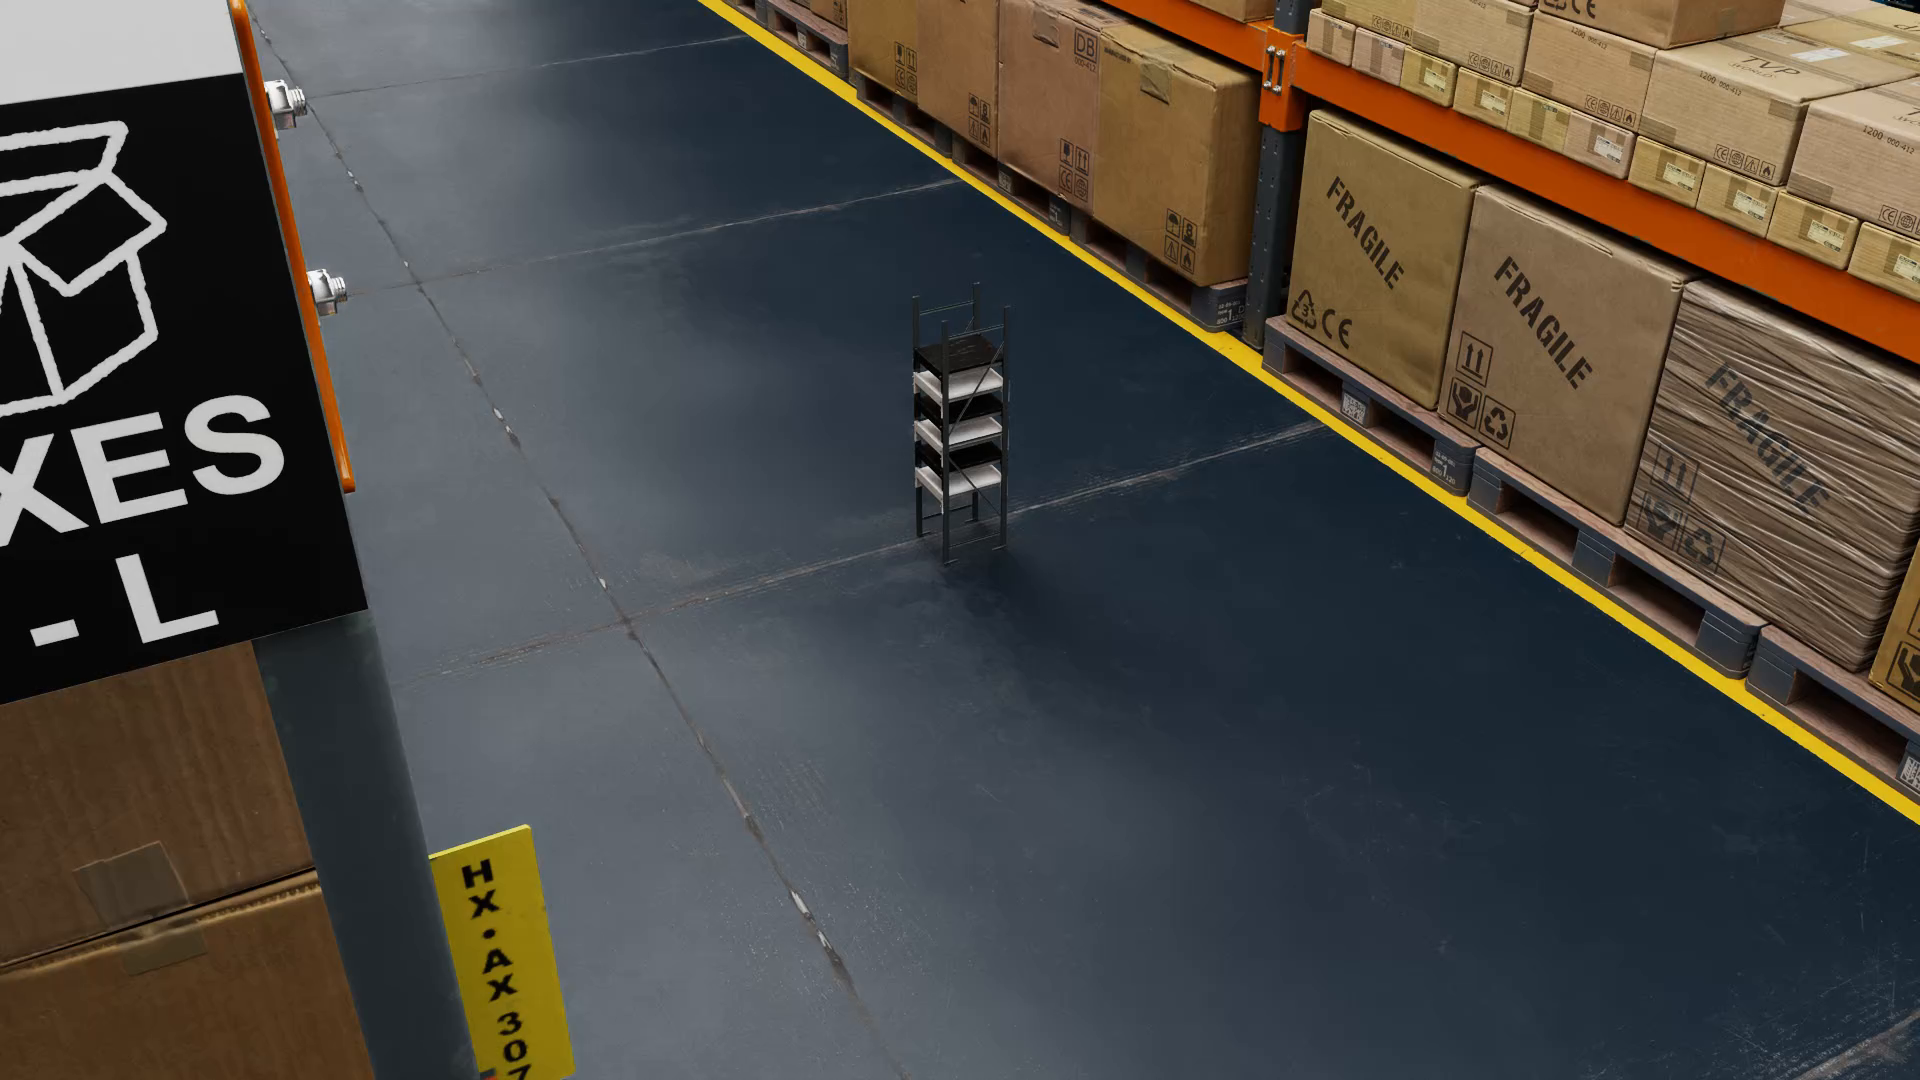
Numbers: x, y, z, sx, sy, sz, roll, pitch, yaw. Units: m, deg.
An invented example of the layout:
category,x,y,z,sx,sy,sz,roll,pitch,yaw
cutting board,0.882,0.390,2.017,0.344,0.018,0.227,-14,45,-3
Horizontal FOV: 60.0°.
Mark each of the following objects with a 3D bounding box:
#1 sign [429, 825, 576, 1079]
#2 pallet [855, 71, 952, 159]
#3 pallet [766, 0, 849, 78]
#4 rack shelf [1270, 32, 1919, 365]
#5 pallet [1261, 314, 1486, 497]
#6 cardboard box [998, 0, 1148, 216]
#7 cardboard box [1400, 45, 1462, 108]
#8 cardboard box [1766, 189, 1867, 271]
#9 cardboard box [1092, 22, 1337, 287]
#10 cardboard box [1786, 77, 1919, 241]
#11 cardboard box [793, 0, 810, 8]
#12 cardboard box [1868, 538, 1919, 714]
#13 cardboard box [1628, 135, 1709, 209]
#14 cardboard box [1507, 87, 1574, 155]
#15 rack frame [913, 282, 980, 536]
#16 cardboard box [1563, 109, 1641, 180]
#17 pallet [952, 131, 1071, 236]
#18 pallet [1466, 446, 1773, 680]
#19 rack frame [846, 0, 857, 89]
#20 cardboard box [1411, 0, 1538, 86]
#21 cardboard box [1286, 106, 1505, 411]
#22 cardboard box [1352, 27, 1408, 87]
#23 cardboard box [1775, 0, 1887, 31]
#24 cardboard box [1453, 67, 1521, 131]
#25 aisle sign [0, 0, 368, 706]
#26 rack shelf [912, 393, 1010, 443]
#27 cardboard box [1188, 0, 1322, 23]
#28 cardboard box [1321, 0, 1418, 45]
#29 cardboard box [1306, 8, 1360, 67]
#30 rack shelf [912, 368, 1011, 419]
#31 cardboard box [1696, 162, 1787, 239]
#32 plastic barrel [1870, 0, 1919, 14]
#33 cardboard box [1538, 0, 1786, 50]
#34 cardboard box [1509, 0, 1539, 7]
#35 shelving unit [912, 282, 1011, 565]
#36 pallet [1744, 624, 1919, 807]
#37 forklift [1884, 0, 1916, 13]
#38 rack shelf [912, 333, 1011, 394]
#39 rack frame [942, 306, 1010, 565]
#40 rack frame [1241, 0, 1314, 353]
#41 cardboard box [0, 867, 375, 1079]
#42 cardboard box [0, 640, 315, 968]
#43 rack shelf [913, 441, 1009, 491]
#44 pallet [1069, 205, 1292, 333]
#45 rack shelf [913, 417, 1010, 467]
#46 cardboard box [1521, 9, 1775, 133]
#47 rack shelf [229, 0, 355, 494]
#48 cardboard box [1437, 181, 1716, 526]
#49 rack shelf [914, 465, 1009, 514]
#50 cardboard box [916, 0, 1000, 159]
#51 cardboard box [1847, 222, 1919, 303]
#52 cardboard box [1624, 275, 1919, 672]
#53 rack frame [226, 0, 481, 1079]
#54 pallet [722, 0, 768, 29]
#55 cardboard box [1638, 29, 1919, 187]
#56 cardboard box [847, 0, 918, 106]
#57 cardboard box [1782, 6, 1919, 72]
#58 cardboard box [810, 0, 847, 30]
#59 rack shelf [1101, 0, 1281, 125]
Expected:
category,x,y,z,sx,sy,sz,roll,pitch,yaw
sign,-0.425,0.402,1.540,0.100,0.325,0.005,-16,36,-23
pallet,0.101,-2.545,9.527,1.003,0.211,1.213,-16,36,-23
pallet,-0.563,-3.314,10.726,1.003,0.211,1.213,-16,36,-23
rack shelf,2.597,-0.948,5.116,1.077,0.370,4.000,-16,36,-23
pallet,1.950,-0.649,6.567,1.003,0.211,1.213,-16,36,-23
cardboard box,0.931,-2.214,8.006,1.225,0.875,0.875,-17,36,-25
cardboard box,1.754,-1.624,5.737,0.380,0.149,0.250,-15,35,-22
cardboard box,2.474,-0.889,4.589,0.380,0.149,0.250,-16,36,-23
cardboard box,1.349,-1.788,7.341,1.225,0.875,0.875,-16,36,-23
cardboard box,2.596,-1.008,4.406,0.500,0.250,0.500,-17,36,-25
cardboard box,-0.800,-3.823,10.846,0.700,0.500,0.500,-19,37,-27
cardboard box,3.161,0.136,4.338,0.875,0.875,0.875,-16,36,-23
cardboard box,2.237,-1.131,4.968,0.380,0.149,0.250,-17,36,-24
cardboard box,1.998,-1.377,5.351,0.380,0.149,0.250,-16,36,-24
rack frame,-0.044,-0.424,5.577,0.240,0.900,0.006,-16,36,-23
cardboard box,2.113,-1.256,5.163,0.380,0.149,0.250,-15,36,-23
pallet,0.666,-1.964,8.619,1.003,0.211,1.213,-16,36,-23
pallet,2.523,-0.066,5.657,1.003,0.211,1.213,-16,36,-23
rack frame,-0.200,-4.114,9.391,1.000,3.000,0.127,-16,36,-23
cardboard box,1.880,-1.739,5.547,0.500,0.250,0.500,-16,36,-23
cardboard box,1.902,-1.153,6.349,0.875,0.875,0.875,-16,36,-23
cardboard box,1.631,-1.750,5.933,0.380,0.149,0.250,-17,36,-25
cardboard box,2.584,-1.633,5.382,0.500,0.250,0.500,-15,36,-22
cardboard box,1.879,-1.499,5.542,0.380,0.149,0.250,-17,36,-24
aisle sign,-0.606,-0.232,0.922,0.394,0.787,0.004,-16,36,-23
rack shelf,0.004,-0.423,5.471,0.258,0.077,0.200,-16,36,-23
cardboard box,1.205,-2.402,6.626,0.500,0.500,0.500,-16,36,-23
cardboard box,1.652,-1.977,5.919,0.500,0.250,0.500,-17,36,-24
cardboard box,1.509,-1.875,6.129,0.380,0.149,0.250,-16,36,-23
rack shelf,0.004,-0.499,5.422,0.258,0.077,0.200,-16,36,-23
cardboard box,2.360,-1.007,4.775,0.380,0.149,0.250,-15,36,-22
plastic barrel,5.478,-3.346,9.749,0.600,0.901,0.708,-16,36,-23
cardboard box,2.131,-1.806,4.957,0.500,0.500,0.500,-17,36,-25
cardboard box,1.885,-2.054,5.343,0.500,0.500,0.500,-16,36,-23
shelving unit,0.004,-0.375,5.501,0.258,0.900,0.210,-16,36,-23
pallet,3.088,0.516,4.749,1.003,0.211,1.213,-16,36,-23
forklift,4.239,-2.190,6.451,1.130,2.935,3.031,-17,36,-25
rack shelf,0.004,-0.574,5.374,0.258,0.077,0.200,-16,36,-23
rack frame,0.051,-0.327,5.425,0.240,0.900,0.006,-16,36,-23
rack frame,1.665,-2.205,6.412,1.000,3.000,0.127,-16,36,-23
cardboard box,-0.870,0.452,1.896,0.500,0.500,0.500,-14,35,-21
cardboard box,-0.880,0.033,1.622,0.500,0.500,0.500,-16,36,-23
rack shelf,0.004,-0.271,5.568,0.258,0.077,0.200,-16,36,-23
pallet,1.238,-1.381,7.709,1.003,0.211,1.213,-16,36,-23
rack shelf,0.004,-0.347,5.519,0.258,0.077,0.200,-16,36,-23
cardboard box,2.126,-1.493,5.163,0.500,0.250,0.500,-15,36,-22
rack shelf,-1.838,-1.012,2.435,1.077,0.370,4.000,-16,36,-23
cardboard box,2.321,-0.723,5.678,0.875,0.875,0.875,-16,36,-23
rack shelf,0.004,-0.195,5.616,0.258,0.077,0.200,-16,36,-23
cardboard box,0.512,-2.635,8.662,1.225,0.875,0.875,-16,36,-23
cardboard box,2.595,-0.765,4.396,0.380,0.149,0.250,-17,36,-24
cardboard box,2.736,-0.298,5.015,0.875,0.875,0.875,-16,36,-23
rack frame,-0.902,0.902,1.562,0.949,2.616,0.053,-16,36,-23
pallet,-1.128,-3.895,11.634,1.003,0.211,1.213,-16,36,-23
cardboard box,2.349,-1.256,4.793,0.500,0.250,0.500,-16,36,-23
cardboard box,0.103,-3.062,9.329,1.225,0.875,0.875,-18,37,-25
cardboard box,2.818,-1.390,5.003,0.500,0.250,0.500,-17,36,-24
cardboard box,-0.530,-3.562,10.438,0.700,0.500,0.500,-18,37,-26
rack shelf,0.732,-2.857,8.096,1.077,0.370,4.000,-16,36,-23
